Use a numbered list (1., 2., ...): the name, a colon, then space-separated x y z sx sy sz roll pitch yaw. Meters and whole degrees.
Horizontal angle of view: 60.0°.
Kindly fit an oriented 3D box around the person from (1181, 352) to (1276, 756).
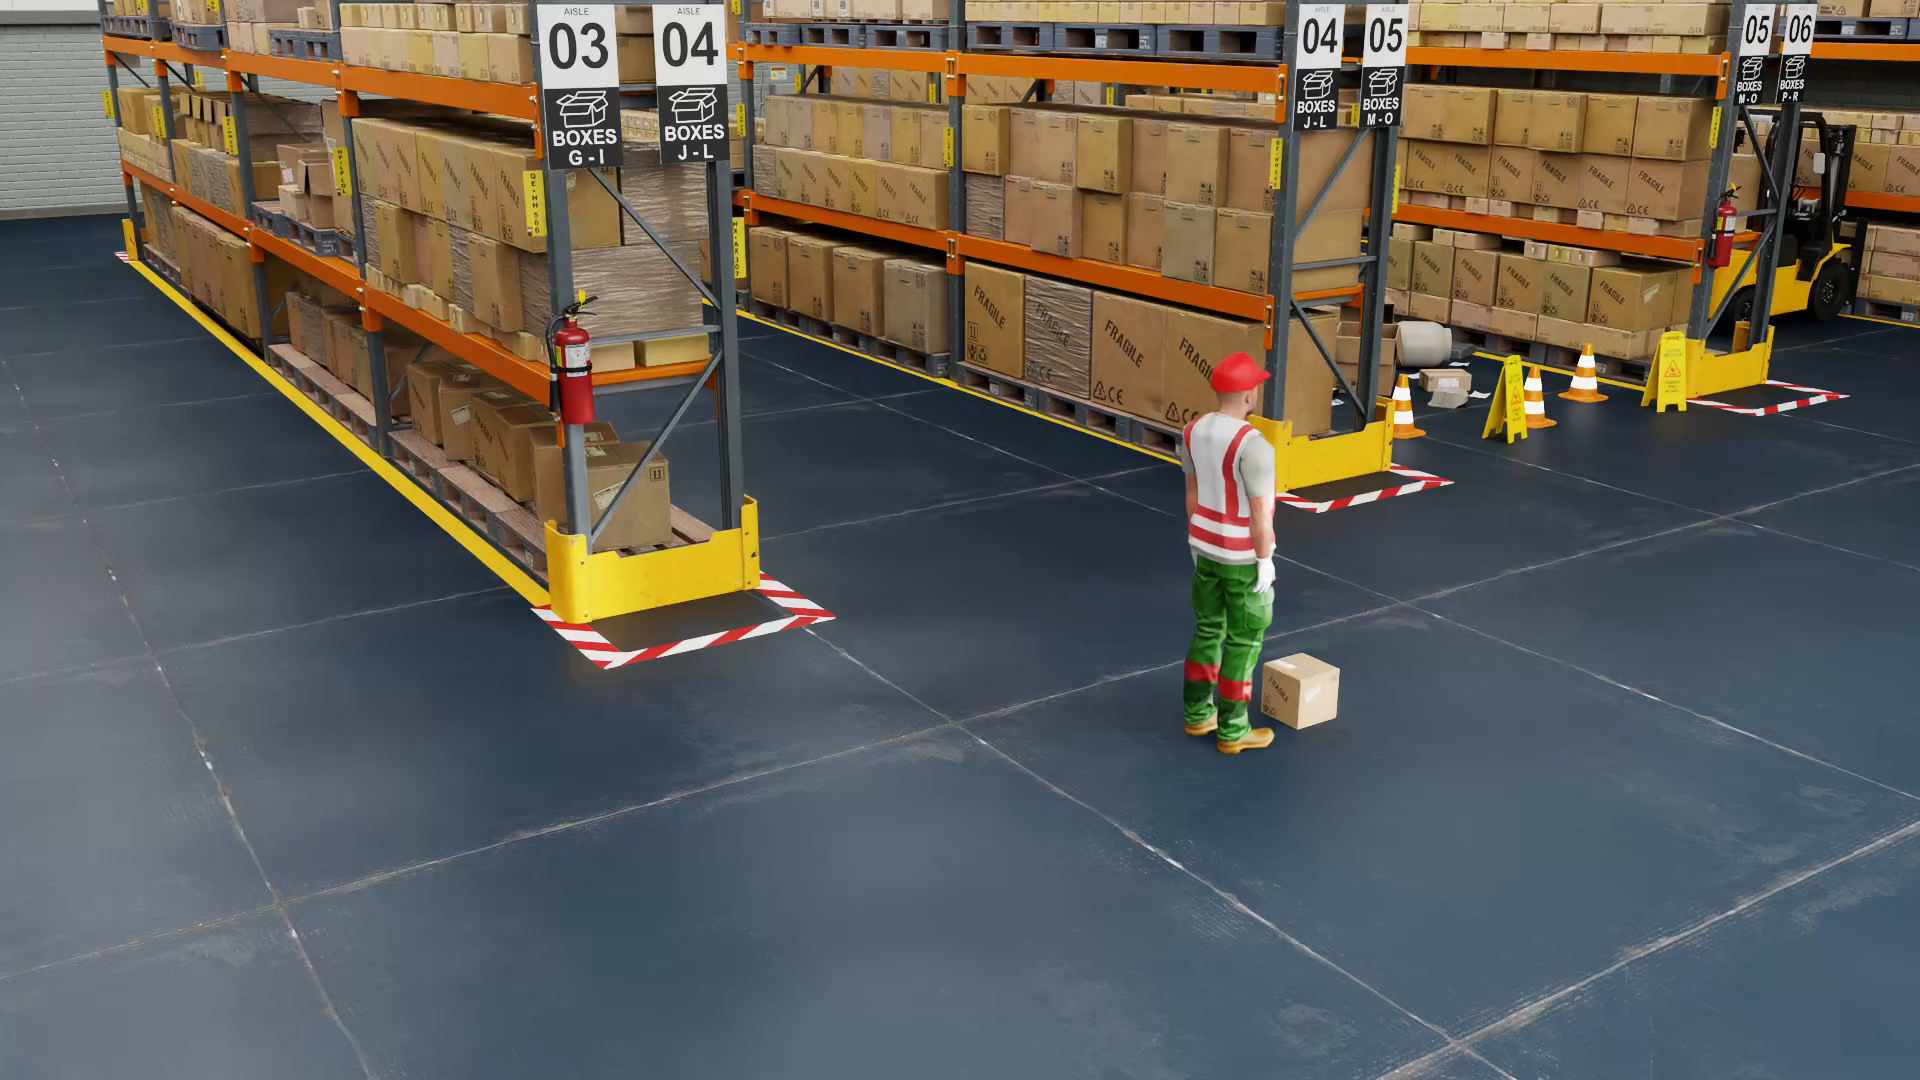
1. person: 1.200 0.053 7.346 0.351 1.788 0.524 -11 21 -30
